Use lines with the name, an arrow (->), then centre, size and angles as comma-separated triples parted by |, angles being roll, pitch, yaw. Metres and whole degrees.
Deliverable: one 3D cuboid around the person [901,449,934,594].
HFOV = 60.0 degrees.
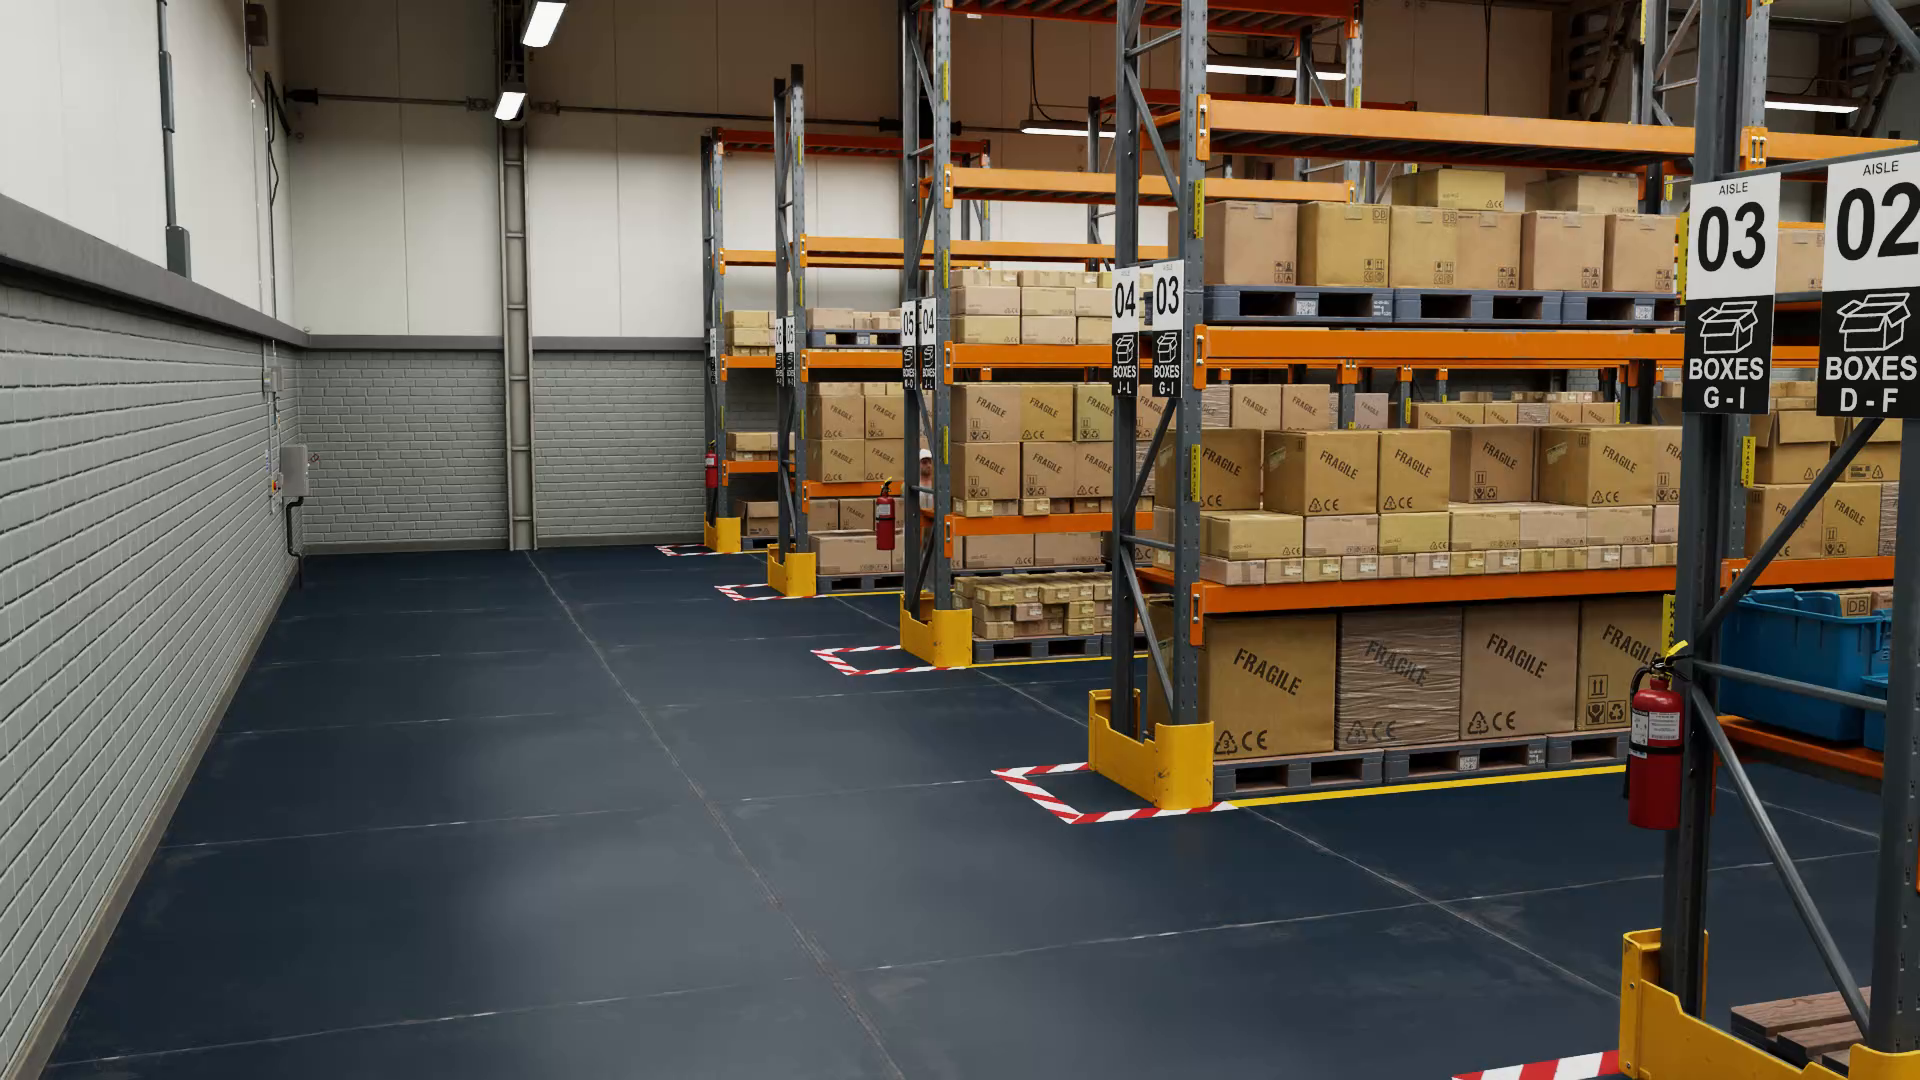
person -> -0.329, -0.028, 16.965 | 0.493, 1.782, 0.561 | -2, 6, -18
